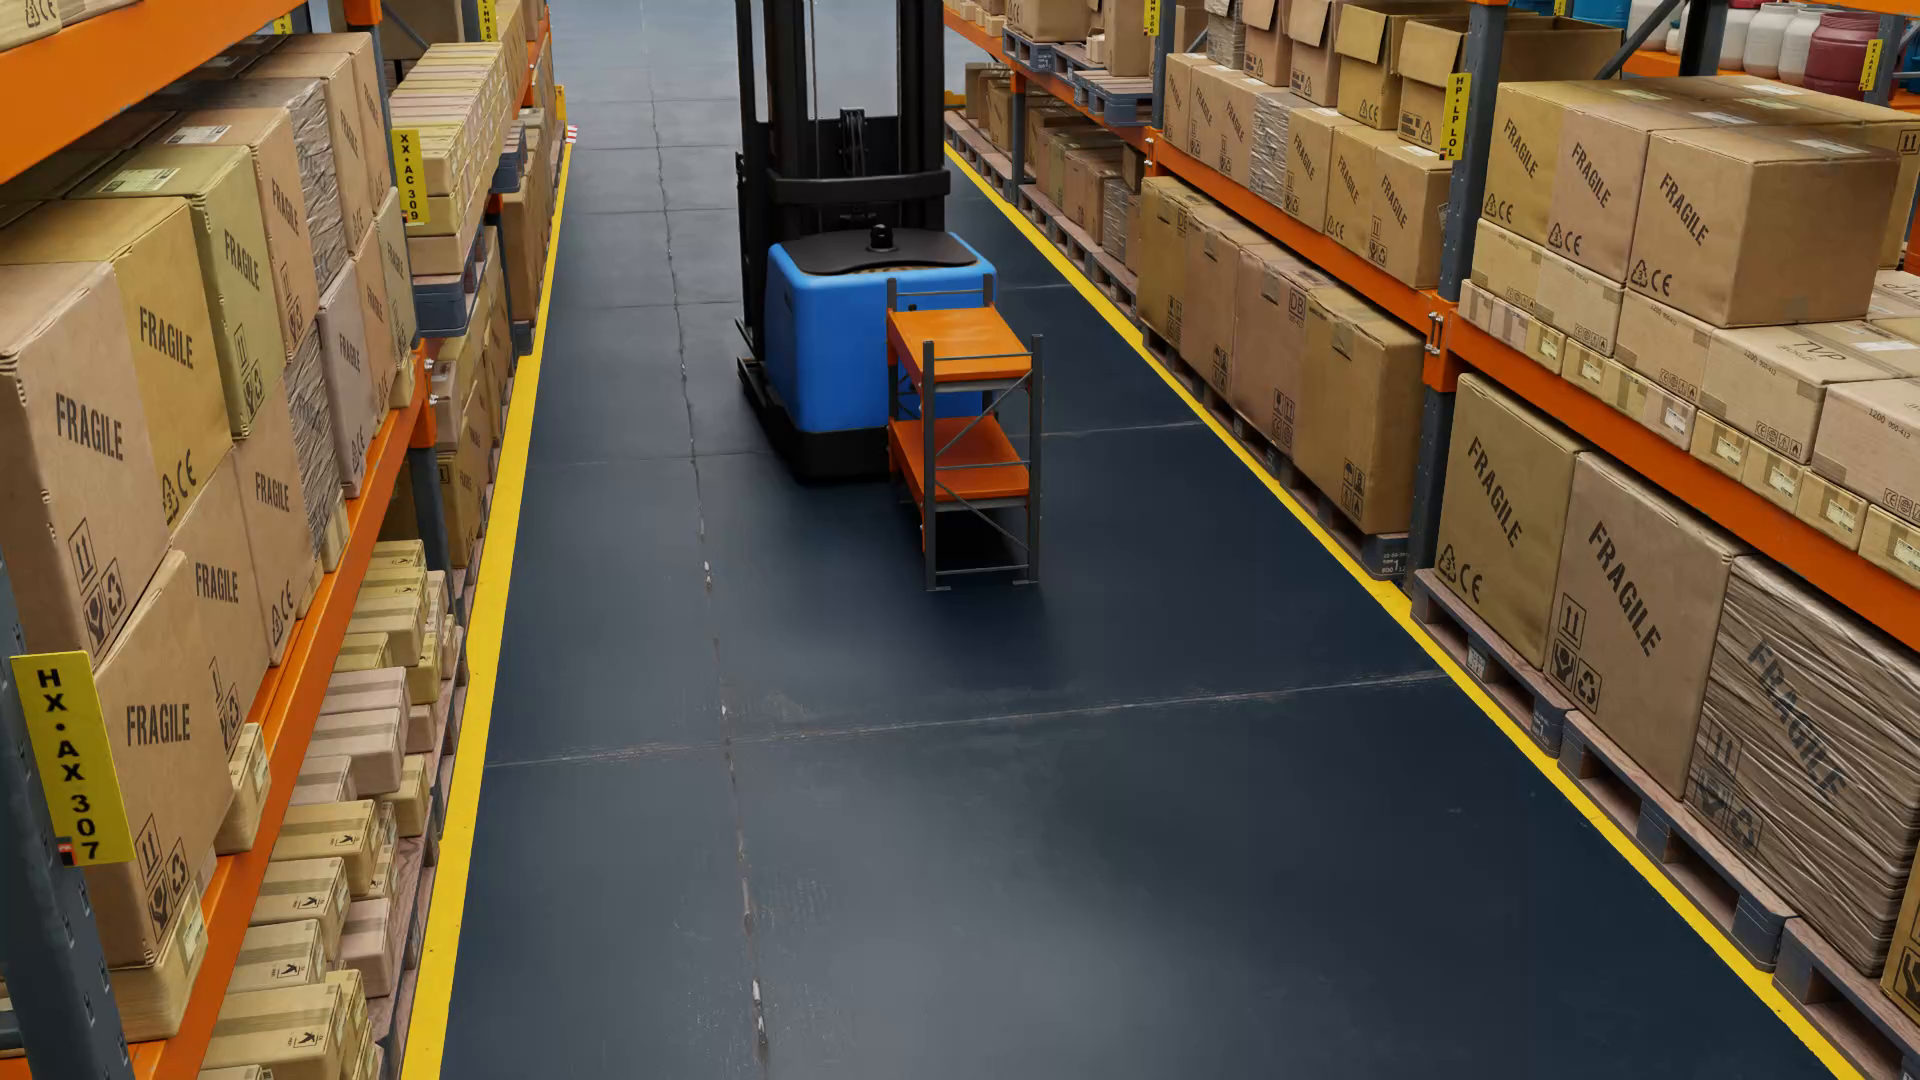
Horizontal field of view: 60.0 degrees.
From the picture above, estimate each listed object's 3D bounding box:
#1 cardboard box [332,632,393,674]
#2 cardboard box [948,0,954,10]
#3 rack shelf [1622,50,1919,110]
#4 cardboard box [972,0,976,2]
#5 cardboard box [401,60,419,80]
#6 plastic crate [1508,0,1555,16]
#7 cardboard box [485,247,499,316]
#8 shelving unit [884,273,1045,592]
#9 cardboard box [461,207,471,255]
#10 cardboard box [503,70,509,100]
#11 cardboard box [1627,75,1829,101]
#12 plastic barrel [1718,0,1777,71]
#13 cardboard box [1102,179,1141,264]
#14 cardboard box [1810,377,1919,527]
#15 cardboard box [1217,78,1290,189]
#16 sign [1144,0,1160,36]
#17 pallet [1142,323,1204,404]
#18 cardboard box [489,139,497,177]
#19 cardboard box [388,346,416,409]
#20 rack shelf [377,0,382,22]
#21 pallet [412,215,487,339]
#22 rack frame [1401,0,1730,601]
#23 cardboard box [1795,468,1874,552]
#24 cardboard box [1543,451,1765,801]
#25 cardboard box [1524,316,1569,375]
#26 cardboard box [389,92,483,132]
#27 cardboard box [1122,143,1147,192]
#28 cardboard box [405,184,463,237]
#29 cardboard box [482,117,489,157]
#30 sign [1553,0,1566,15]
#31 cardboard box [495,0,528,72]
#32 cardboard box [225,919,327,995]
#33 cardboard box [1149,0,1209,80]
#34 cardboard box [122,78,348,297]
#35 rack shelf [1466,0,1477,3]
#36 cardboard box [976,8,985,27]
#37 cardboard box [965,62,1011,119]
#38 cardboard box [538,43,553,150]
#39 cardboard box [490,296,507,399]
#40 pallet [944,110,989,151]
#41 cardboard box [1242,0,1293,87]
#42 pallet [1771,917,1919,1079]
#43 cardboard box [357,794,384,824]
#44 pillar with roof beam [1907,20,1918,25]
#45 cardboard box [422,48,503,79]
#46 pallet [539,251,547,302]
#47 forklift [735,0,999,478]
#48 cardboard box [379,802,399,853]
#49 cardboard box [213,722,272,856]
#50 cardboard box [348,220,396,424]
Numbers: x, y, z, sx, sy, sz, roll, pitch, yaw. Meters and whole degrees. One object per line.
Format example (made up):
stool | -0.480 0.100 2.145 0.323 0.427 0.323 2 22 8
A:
cardboard box | -2.035 0.427 5.319 0.380 0.149 0.250 -4 24 -8
cardboard box | 0.084 -5.441 16.775 0.380 0.149 0.250 -4 24 -10
rack shelf | 6.184 -3.562 13.057 1.077 0.370 4.000 -4 24 -10
cardboard box | 0.542 -5.461 16.010 0.875 0.500 0.500 -4 24 -10
cardboard box | -3.025 -2.654 9.953 0.500 0.500 0.500 -4 24 -9
plastic crate | 5.343 -5.026 15.695 0.499 0.251 0.616 -4 24 -10
cardboard box | -2.719 -1.354 8.765 0.500 0.250 0.500 -4 24 -9
shelving unit | 0.001 -0.513 7.519 0.538 1.125 1.048 -4 24 -10
cardboard box | -2.145 -1.213 6.568 0.380 0.149 0.250 -4 24 -9
cardboard box | -2.668 -2.464 9.062 0.380 0.149 0.250 -4 24 -9
cardboard box | 2.774 -1.415 6.122 0.500 0.500 0.500 -4 24 -8
plastic barrel | 5.991 -3.889 12.738 0.433 0.535 0.433 0 24 0
cardboard box | 1.428 -2.274 11.782 0.700 0.500 0.500 -6 24 -14
cardboard box | 2.628 -0.230 4.345 0.500 0.250 0.500 -5 24 -12
cardboard box | 1.704 -2.169 8.844 0.500 0.500 0.500 -5 24 -11
sign | 1.155 -3.189 9.956 0.100 0.325 0.005 -4 24 -10
pallet | 1.758 -1.145 10.108 1.003 0.211 1.213 -4 24 -10
cardboard box | -2.432 -1.824 7.967 0.380 0.149 0.250 -4 24 -8
cardboard box | -2.030 -0.534 5.540 0.380 0.149 0.250 -5 24 -11
rack shelf | -2.837 -2.669 7.266 1.077 0.370 4.000 -4 24 -10
pallet | -2.466 -1.061 6.672 1.003 0.211 1.213 -4 24 -10
rack frame | 2.426 -1.165 6.670 1.000 3.000 0.127 -4 24 -10
cardboard box | 2.537 -0.096 4.536 0.380 0.149 0.250 -4 24 -10
cardboard box | 2.636 0.236 5.593 0.875 0.875 0.875 -4 24 -10
cardboard box | 2.252 -0.702 5.924 0.380 0.149 0.250 -4 24 -8
cardboard box | -2.328 -1.885 7.365 0.380 0.149 0.250 -3 24 -8
cardboard box | 1.425 -2.608 11.609 0.500 0.250 0.500 -2 24 -4
cardboard box | -2.088 -1.241 6.260 0.380 0.149 0.250 -4 24 -9
cardboard box | -2.379 -1.856 7.668 0.380 0.149 0.250 -5 24 -11
sign | 5.271 -4.769 14.576 0.100 0.325 0.005 -4 24 -10
cardboard box | -3.587 -3.845 12.681 0.500 0.500 0.500 -4 24 -10
cardboard box | -1.708 1.046 3.901 0.380 0.149 0.250 -5 24 -12
cardboard box | 1.547 -3.186 10.648 0.500 0.500 0.500 -7 25 -16
cardboard box | -1.933 -0.908 4.335 0.500 0.500 0.500 -4 24 -8
rack shelf | 2.056 -2.997 8.015 1.077 0.370 4.000 -4 24 -10
cardboard box | 0.355 -4.851 15.423 0.380 0.149 0.250 -4 24 -10
cardboard box | 0.306 -4.685 17.328 0.500 0.500 0.500 0 24 0
cardboard box | -4.331 -4.169 15.678 0.875 0.875 0.875 -5 24 -11
cardboard box | -2.736 -1.014 8.923 0.500 0.500 0.500 -3 24 -8
pallet | 0.336 -4.255 17.229 1.003 0.211 1.213 -4 24 -10
cardboard box | 1.923 -2.699 8.803 0.797 0.503 0.637 -4 24 -9
pallet | 2.941 1.377 4.333 1.003 0.211 1.213 -4 24 -10
cardboard box | -1.921 0.761 4.925 0.380 0.149 0.250 -5 24 -12
pillar with roof beam | 10.450 -11.564 22.985 9.100 9.000 0.400 -4 24 -10
cardboard box | -2.622 -2.503 8.780 0.380 0.149 0.250 -5 24 -10
pallet | -3.501 -1.928 11.900 1.003 0.211 1.213 -4 24 -10
forklift | -0.689 -2.216 9.163 1.130 2.935 3.031 -6 24 -14
cardboard box | -1.886 0.920 4.933 0.380 0.149 0.250 -4 24 -9
cardboard box | -1.550 0.492 3.189 0.380 0.149 0.250 -5 24 -11
cardboard box | -2.005 -0.646 4.986 0.500 0.500 0.500 -5 24 -11
